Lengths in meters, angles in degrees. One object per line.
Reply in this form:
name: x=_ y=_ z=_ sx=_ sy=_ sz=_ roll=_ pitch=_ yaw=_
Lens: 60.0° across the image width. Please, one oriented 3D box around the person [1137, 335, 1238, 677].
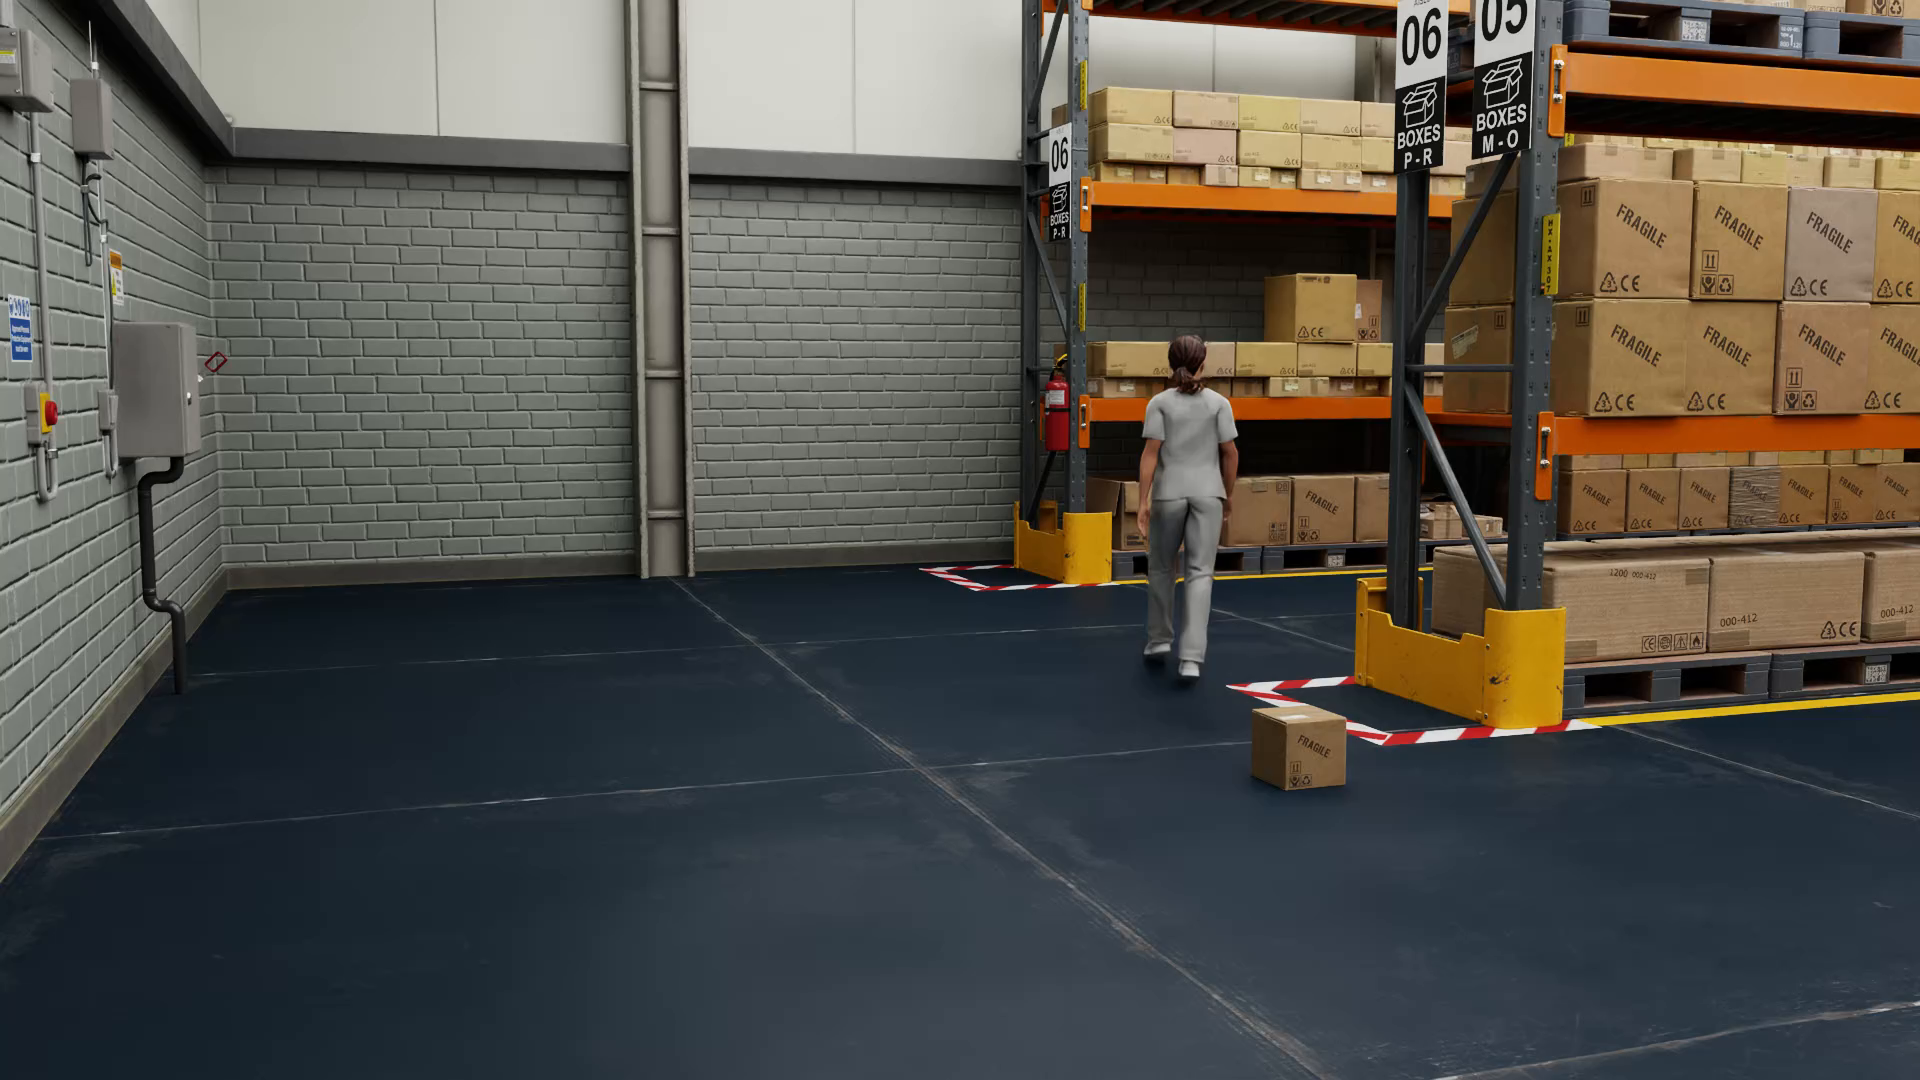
person: x=1.120 y=-0.180 z=8.188 sx=0.482 sy=1.647 sz=0.890 roll=1 pitch=6 yaw=7
